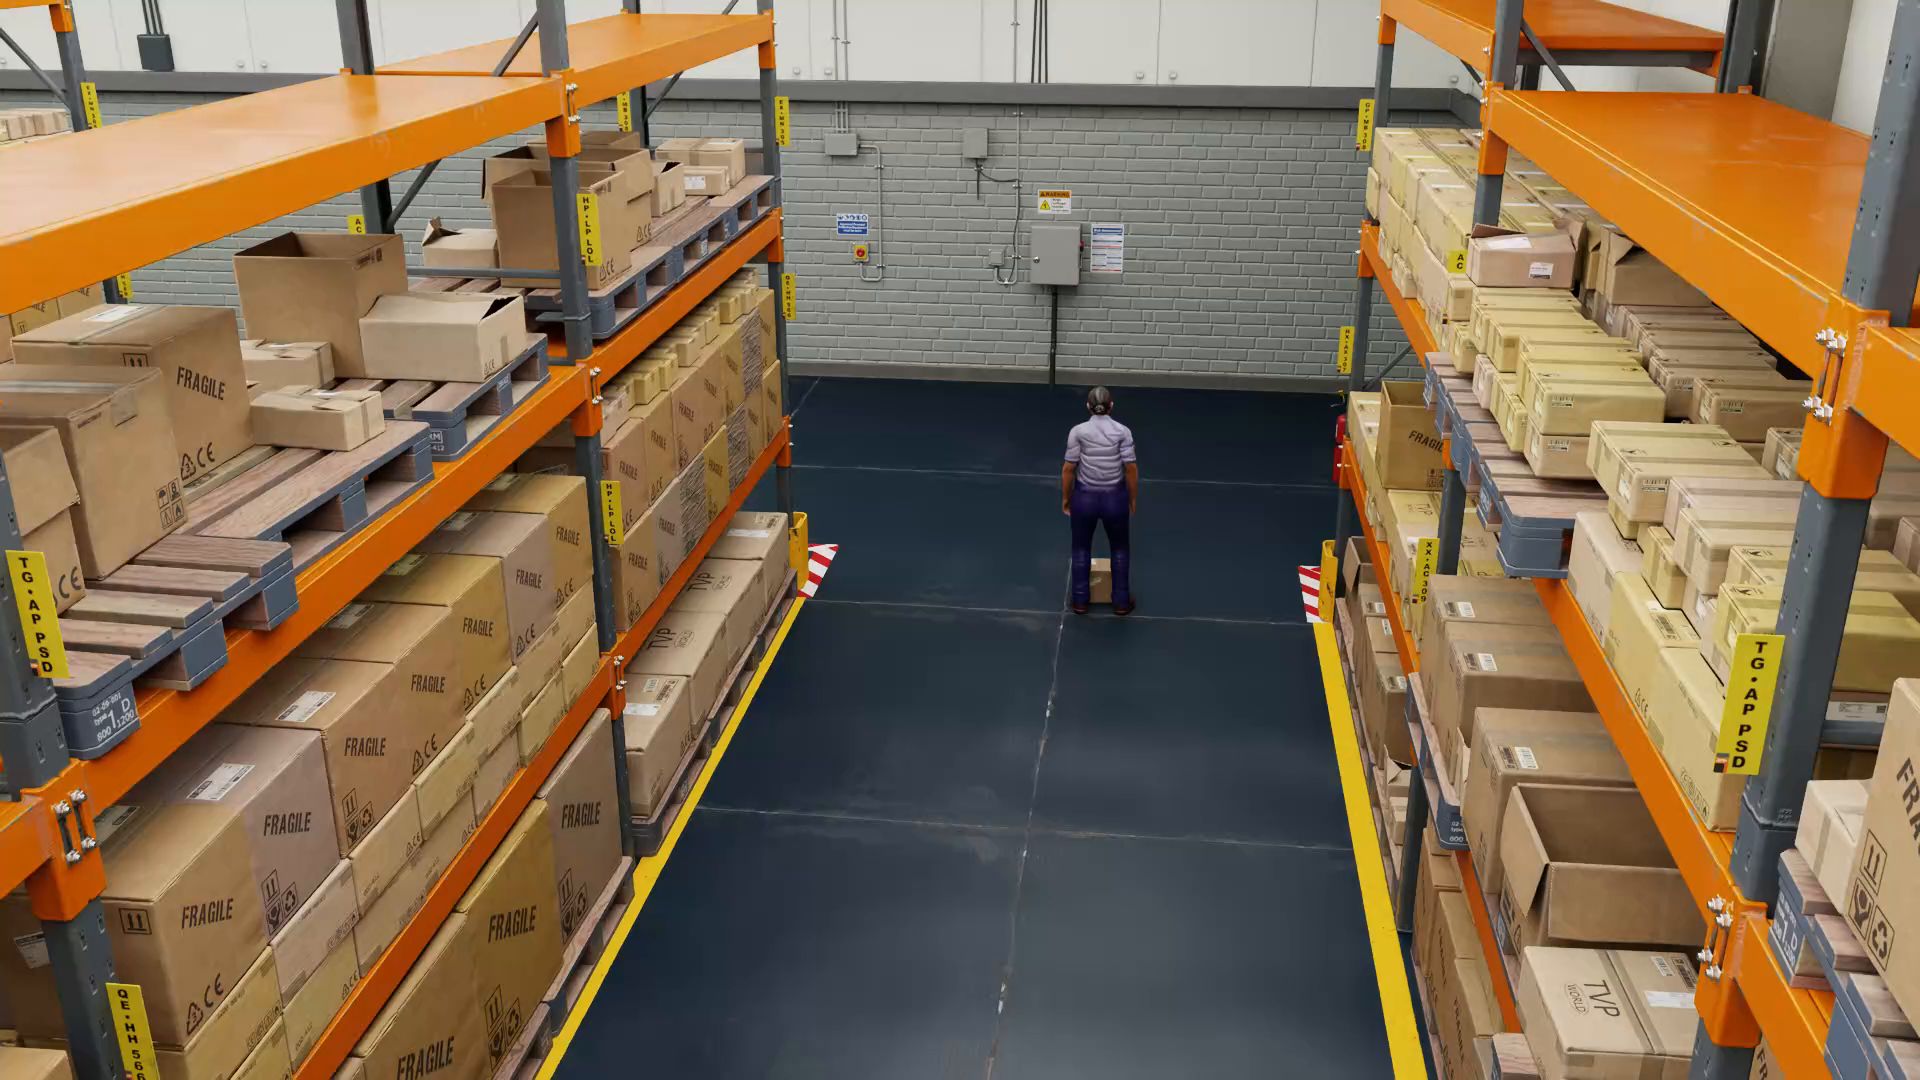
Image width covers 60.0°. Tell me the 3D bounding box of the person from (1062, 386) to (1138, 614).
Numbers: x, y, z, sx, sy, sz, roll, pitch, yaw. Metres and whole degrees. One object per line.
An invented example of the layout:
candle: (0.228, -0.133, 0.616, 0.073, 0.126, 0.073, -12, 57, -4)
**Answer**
person: (0.999, -0.267, 11.783, 0.557, 1.648, 0.364, 2, 21, 5)
